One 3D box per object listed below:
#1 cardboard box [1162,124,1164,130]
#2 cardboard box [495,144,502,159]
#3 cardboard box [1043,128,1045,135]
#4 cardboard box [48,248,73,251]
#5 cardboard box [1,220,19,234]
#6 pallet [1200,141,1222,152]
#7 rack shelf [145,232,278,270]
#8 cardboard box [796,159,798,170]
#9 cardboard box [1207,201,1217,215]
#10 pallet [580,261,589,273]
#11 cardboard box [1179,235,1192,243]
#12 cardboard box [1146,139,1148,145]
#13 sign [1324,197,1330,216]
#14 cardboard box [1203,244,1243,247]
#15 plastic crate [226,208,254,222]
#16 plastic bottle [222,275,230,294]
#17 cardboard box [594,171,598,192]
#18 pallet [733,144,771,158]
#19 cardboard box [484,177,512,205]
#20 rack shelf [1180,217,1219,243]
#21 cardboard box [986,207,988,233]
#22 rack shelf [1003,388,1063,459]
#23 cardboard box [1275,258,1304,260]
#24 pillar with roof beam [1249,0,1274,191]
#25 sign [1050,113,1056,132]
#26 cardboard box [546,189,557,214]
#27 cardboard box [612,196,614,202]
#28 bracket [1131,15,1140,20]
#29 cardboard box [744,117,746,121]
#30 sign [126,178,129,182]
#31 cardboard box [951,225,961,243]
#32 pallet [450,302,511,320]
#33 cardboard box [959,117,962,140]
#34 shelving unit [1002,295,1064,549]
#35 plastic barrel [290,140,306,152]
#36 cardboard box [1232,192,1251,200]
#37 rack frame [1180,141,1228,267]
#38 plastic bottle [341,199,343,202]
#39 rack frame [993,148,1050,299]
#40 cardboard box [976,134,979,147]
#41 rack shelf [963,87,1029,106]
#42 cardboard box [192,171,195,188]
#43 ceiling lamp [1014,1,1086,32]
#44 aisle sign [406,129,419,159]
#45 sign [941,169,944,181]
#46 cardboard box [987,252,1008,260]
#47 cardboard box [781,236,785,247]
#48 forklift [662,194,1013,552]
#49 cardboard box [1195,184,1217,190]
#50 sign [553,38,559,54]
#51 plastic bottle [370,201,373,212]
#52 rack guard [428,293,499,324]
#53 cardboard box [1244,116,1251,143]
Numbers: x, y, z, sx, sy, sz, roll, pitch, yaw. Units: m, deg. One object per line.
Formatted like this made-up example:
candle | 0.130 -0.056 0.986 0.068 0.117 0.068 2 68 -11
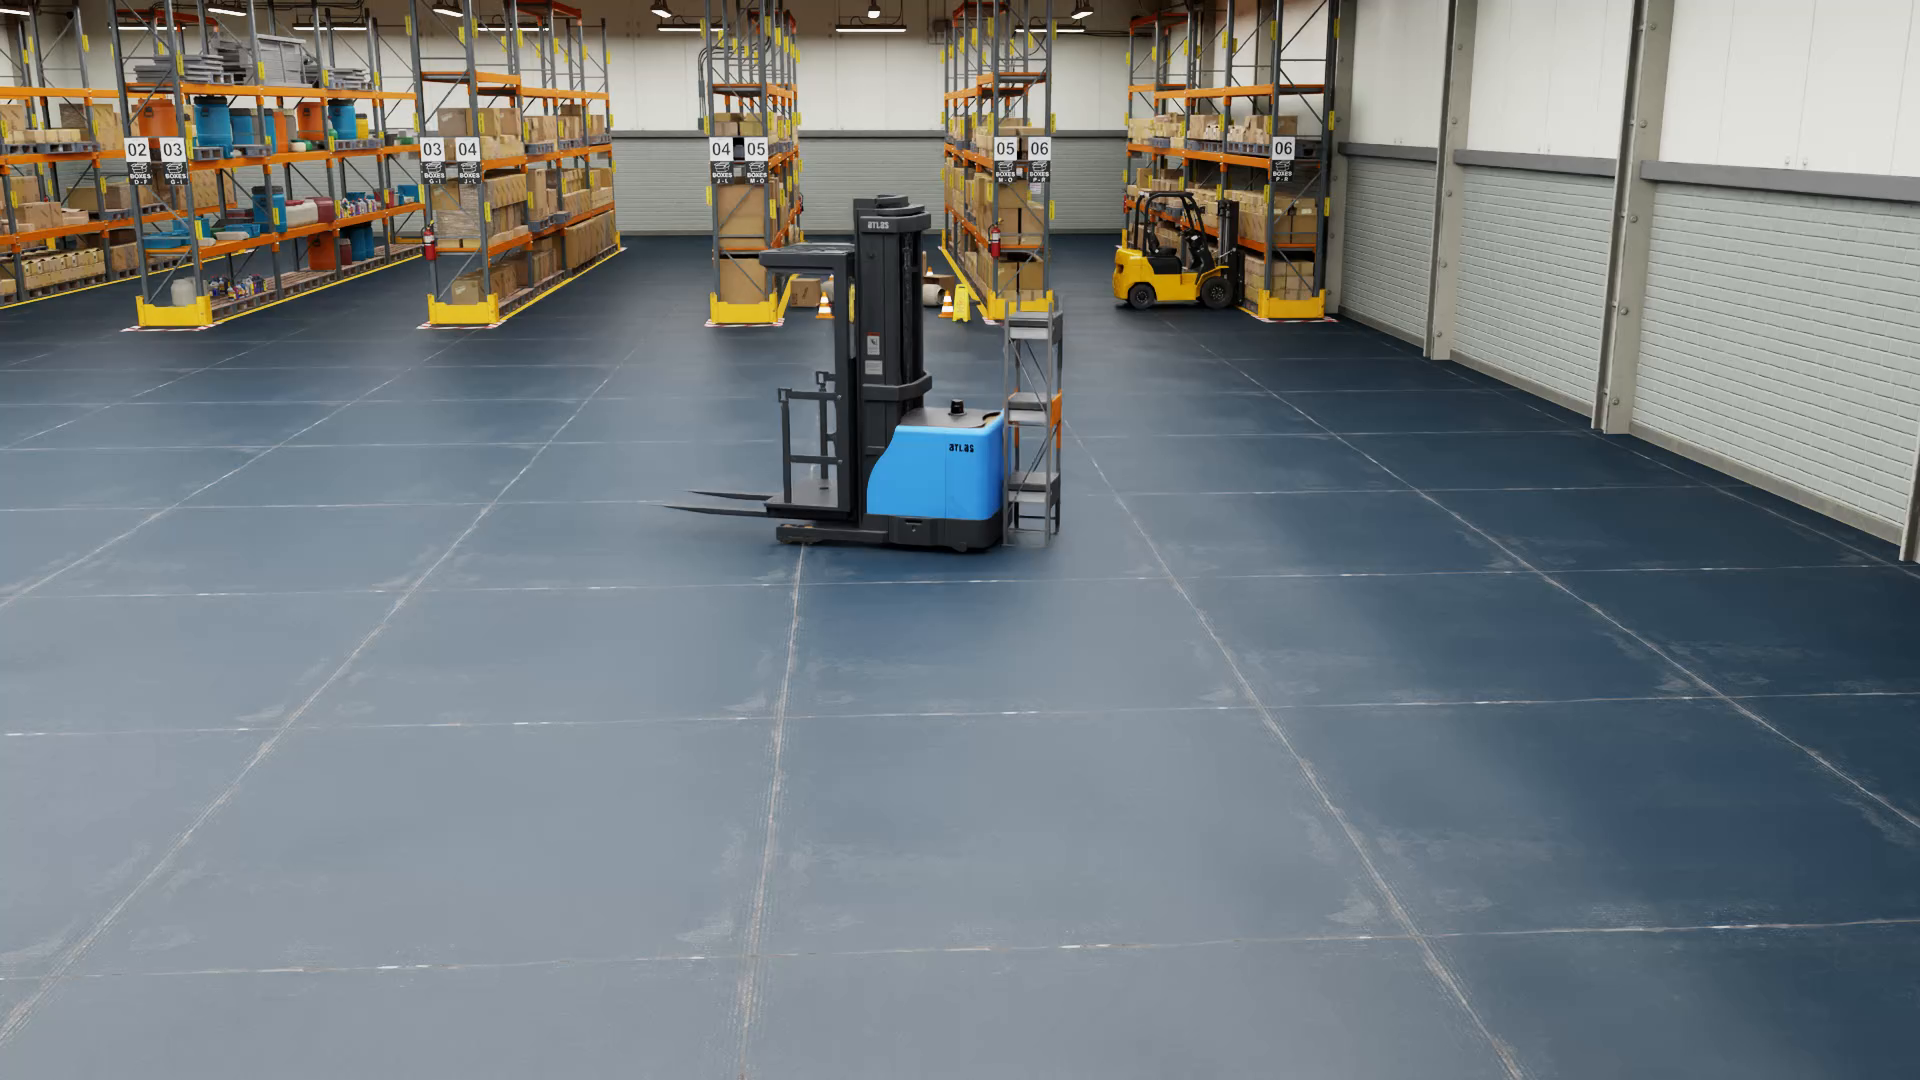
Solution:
cardboard box | 5.029 -9.847 39.620 0.380 0.149 0.250 -1 14 -3
cardboard box | -8.639 -7.060 30.229 0.500 0.250 0.500 -1 14 -4
cardboard box | 1.344 -7.456 30.369 0.380 0.149 0.250 -1 14 -4
cardboard box | -19.446 -6.151 35.964 0.500 0.311 0.500 0 14 -2
cardboard box | -19.011 -6.197 32.893 0.500 0.250 0.500 0 14 0
pallet | 5.751 -8.441 35.673 1.003 0.211 1.213 0 14 -1
rack shelf | -13.869 -5.378 30.851 1.077 0.370 4.000 -1 14 -3
cardboard box | -4.487 -9.647 43.198 0.500 0.500 0.500 0 14 -1
cardboard box | 5.470 -6.946 34.801 0.500 0.250 0.500 -1 14 -5
pallet | -9.344 -6.444 39.149 1.003 0.211 1.213 -1 14 -3
cardboard box | 5.264 -6.951 38.395 0.380 0.149 0.250 -2 15 -6
cardboard box | 4.952 -10.125 42.343 0.380 0.149 0.250 -1 14 -4
sign | 6.597 -6.000 29.932 0.100 0.325 0.005 -1 14 -3
cardboard box | 5.663 -6.094 36.113 0.875 0.625 0.625 -1 15 -6
plastic crate | -14.329 -6.370 33.137 0.402 0.464 0.583 -1 14 -3
plastic bottle | -14.214 -4.949 32.174 0.144 0.351 0.185 -1 14 -3
cardboard box | -9.343 -8.970 41.568 0.500 0.500 0.500 -1 14 -3
pallet | -3.902 -6.951 29.679 1.003 0.211 1.213 -1 14 -3
cardboard box | -8.657 -6.496 30.949 0.500 0.500 0.500 -1 14 -3
rack shelf | 5.671 -6.680 35.911 1.077 0.370 4.000 -1 14 -3
cardboard box | 0.754 -5.906 30.663 0.500 0.500 0.500 -1 14 -3
rack shelf | 0.625 -1.002 14.263 0.431 0.518 0.480 3 15 13
cardboard box | 6.167 -5.138 31.146 0.500 0.250 0.500 -1 14 -3
pillar with roof beam | 2.231 -10.054 35.543 9.100 9.000 0.400 -1 14 -3
sign | 1.631 -7.343 29.270 0.100 0.325 0.005 -1 14 -3
cardboard box | -9.090 -7.276 35.741 0.700 0.500 0.500 1 14 5
cardboard box | -9.443 -9.079 44.298 0.380 0.149 0.250 -1 14 -2
bracket | 5.257 -15.535 49.622 0.235 0.232 0.430 -1 14 -3
cardboard box | -4.625 -9.315 36.952 0.396 0.266 0.258 -1 14 -3
sign | -19.974 -8.547 39.986 0.100 0.325 0.005 -1 14 -3
cardboard box | 0.238 -8.237 44.821 0.875 0.438 0.875 -1 14 -5
pallet | -8.822 -4.176 30.334 1.003 0.211 1.213 -1 14 -3
cardboard box | 0.342 -9.396 37.960 0.700 0.500 0.500 -2 15 -6
shelving unit | 0.625 -1.016 14.260 0.431 2.100 0.503 3 15 13
plastic barrel | -13.929 -8.291 34.990 0.301 0.262 0.301 0 14 0
cardboard box | 5.563 -6.761 32.683 0.380 0.149 0.250 -1 14 -2
rack frame | 5.547 -7.525 37.755 1.000 3.000 0.127 -1 14 -3
plastic bottle | -14.892 -8.059 40.062 0.061 0.283 0.133 -1 14 -3
rack frame | 1.089 -5.458 29.720 1.000 3.000 0.127 -1 14 -3
cardboard box | 0.595 -7.863 32.753 0.500 0.250 0.500 -1 14 -5
rack shelf | 0.717 -9.314 34.912 1.077 0.370 4.000 -1 14 -3
cardboard box | -19.214 -8.920 40.968 0.500 0.500 0.500 -1 14 -5
ceiling lamp | 2.562 -15.878 46.464 2.000 3.185 0.800 -1 14 -3
aisle sign | -14.449 -10.489 44.057 0.394 0.787 0.004 -1 14 -3
sign | -0.457 -9.888 45.041 0.100 0.325 0.005 -1 14 -3
cardboard box | 0.689 -5.293 30.946 0.380 0.149 0.250 0 14 -2
cardboard box | -4.393 -6.307 36.692 1.050 0.750 0.750 -1 14 -4
forklift | -1.106 -1.495 14.456 3.031 2.935 1.130 4 15 14
cardboard box | 5.671 -7.908 38.197 0.500 0.500 0.500 0 14 -1
sign | -8.757 -10.702 36.027 0.100 0.325 0.005 -1 14 -3
plastic bottle | -14.119 -7.969 39.728 0.152 0.276 0.135 -1 14 -3
rack guard | -8.807 -4.114 29.511 1.175 0.500 0.348 -1 14 -3
cardboard box | 5.811 -7.799 31.547 0.797 0.503 0.637 0 14 -2
